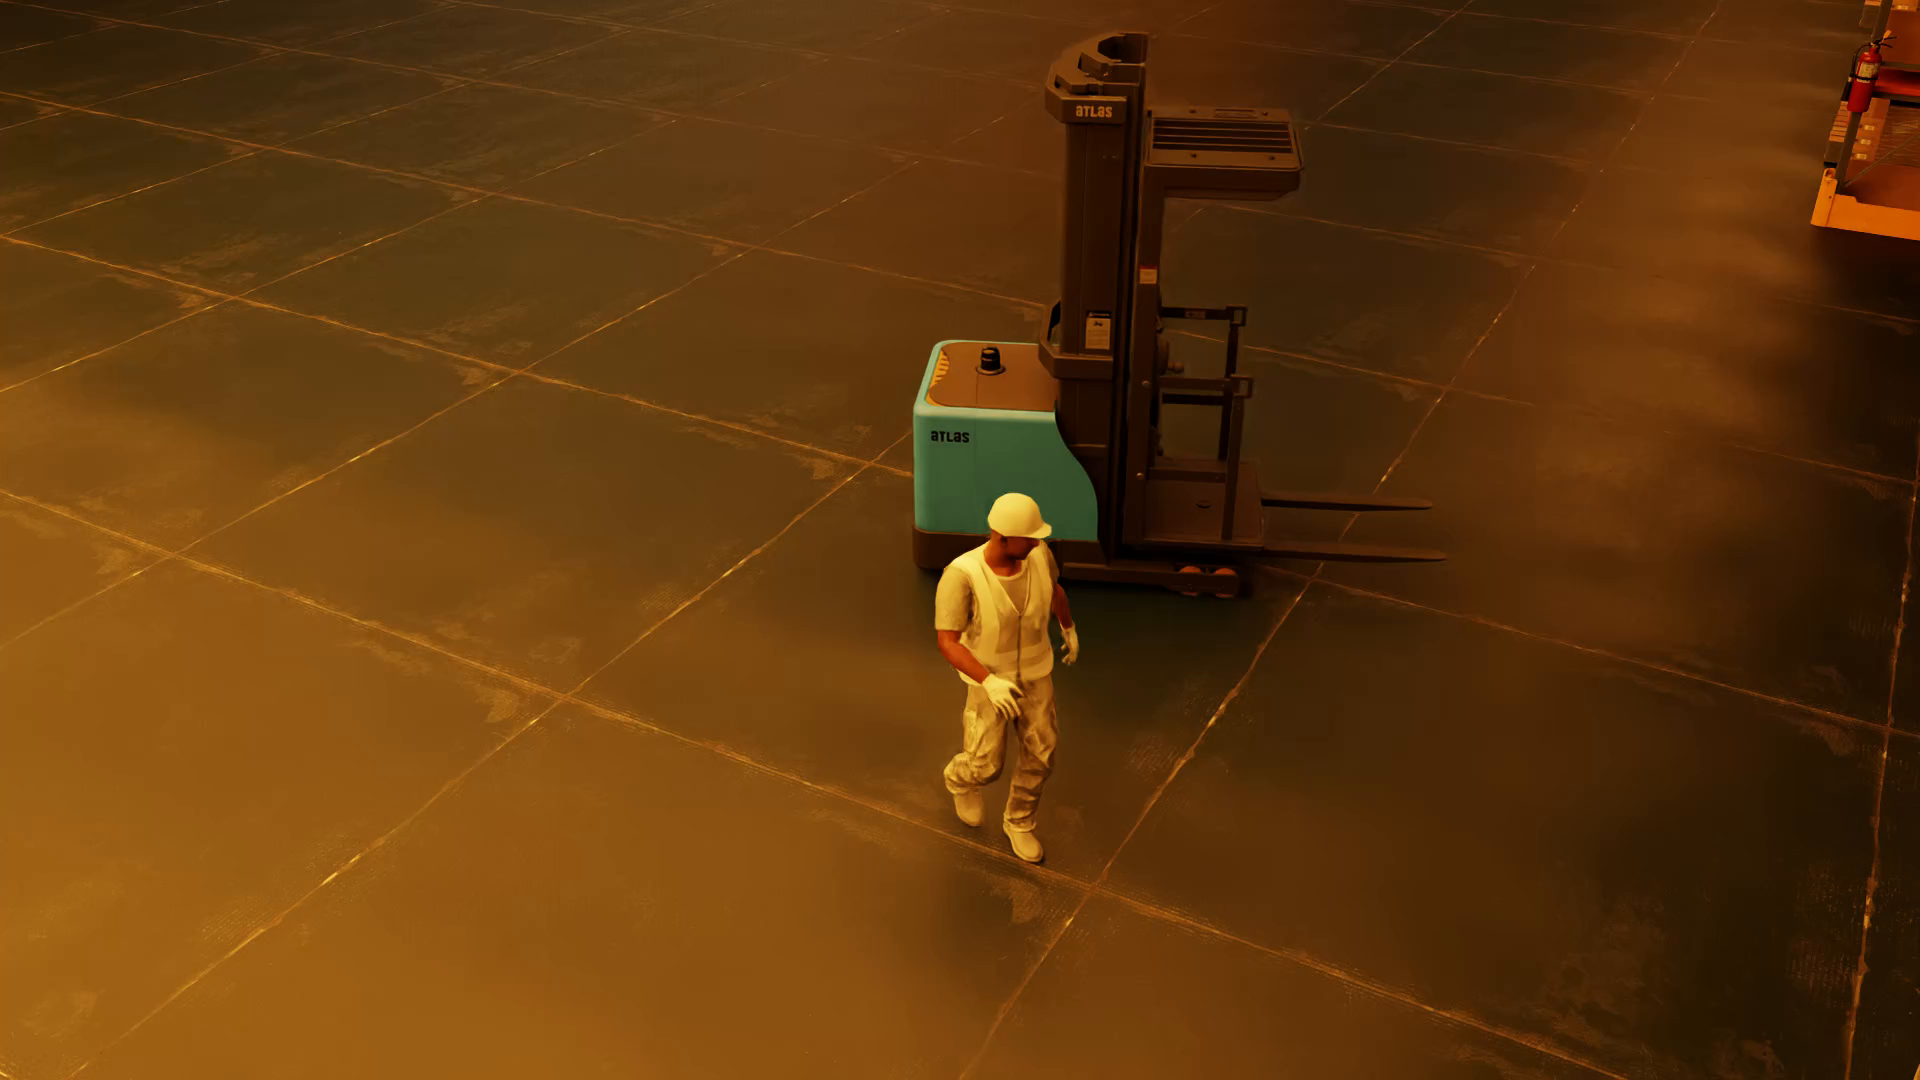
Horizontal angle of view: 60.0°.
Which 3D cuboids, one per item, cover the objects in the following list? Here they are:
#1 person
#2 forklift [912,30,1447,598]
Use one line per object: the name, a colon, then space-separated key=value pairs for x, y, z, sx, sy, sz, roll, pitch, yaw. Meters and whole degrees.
person: x=0.249 y=0.586 z=7.260 sx=0.747 sy=1.731 sz=0.583 roll=-10 pitch=32 yaw=-17
forklift: x=1.281 y=-1.222 z=9.188 sx=3.031 sy=2.935 sz=1.130 roll=3 pitch=30 yaw=6
